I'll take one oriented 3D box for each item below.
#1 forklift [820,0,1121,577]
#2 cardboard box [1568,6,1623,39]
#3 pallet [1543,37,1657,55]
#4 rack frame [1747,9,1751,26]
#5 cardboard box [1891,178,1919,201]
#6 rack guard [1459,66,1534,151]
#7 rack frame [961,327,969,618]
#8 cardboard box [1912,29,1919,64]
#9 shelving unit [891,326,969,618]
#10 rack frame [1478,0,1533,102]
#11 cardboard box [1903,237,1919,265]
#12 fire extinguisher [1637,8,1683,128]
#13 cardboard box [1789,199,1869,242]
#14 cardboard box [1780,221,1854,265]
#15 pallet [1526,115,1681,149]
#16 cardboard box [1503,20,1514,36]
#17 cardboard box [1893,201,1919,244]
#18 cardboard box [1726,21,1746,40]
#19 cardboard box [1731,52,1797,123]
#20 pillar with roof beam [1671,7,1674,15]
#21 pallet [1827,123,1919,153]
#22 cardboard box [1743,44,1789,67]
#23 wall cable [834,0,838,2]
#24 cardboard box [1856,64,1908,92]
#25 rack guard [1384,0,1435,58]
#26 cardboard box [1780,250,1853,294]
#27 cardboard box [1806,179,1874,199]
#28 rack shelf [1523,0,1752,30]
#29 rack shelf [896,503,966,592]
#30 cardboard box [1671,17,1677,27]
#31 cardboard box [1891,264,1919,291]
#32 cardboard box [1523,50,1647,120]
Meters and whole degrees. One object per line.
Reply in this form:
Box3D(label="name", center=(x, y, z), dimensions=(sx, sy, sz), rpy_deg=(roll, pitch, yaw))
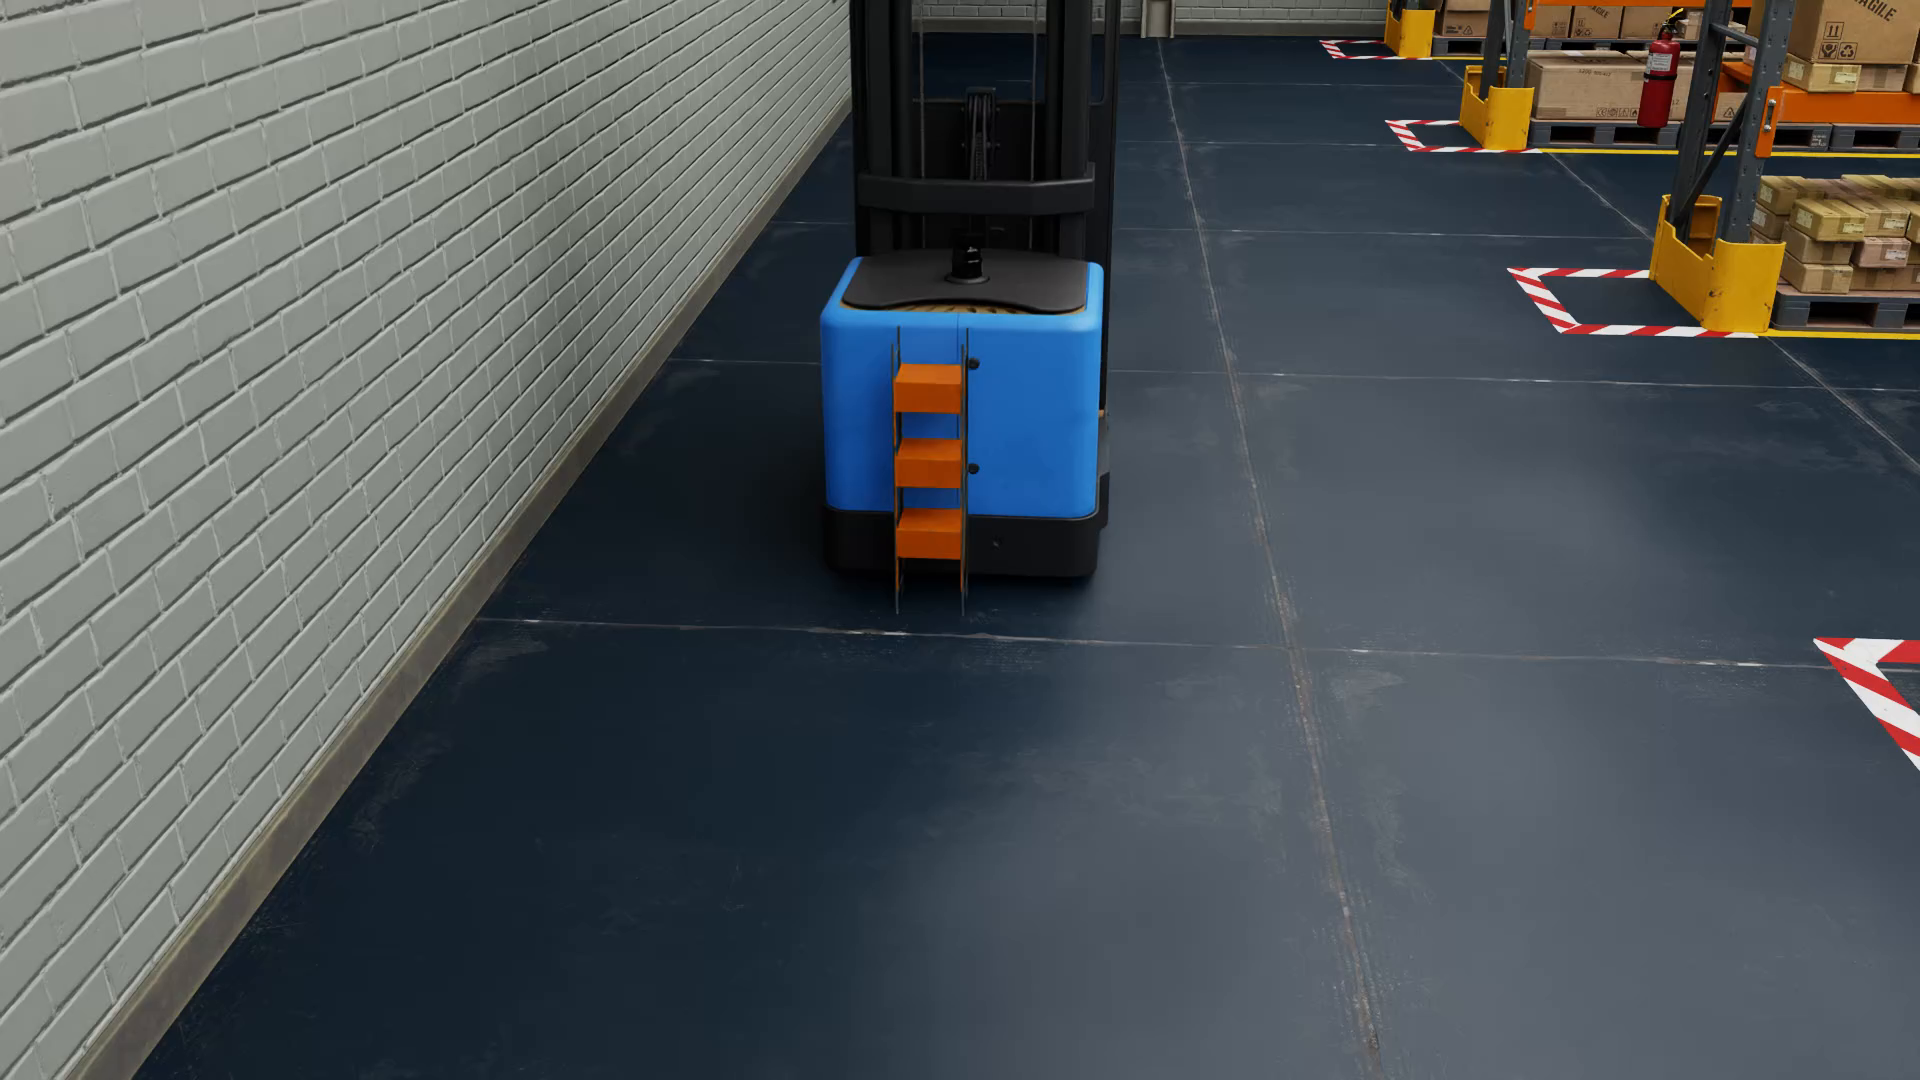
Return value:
Box3D(label="forklift", center=(0.123, -1.770, 7.091), dimensions=(1.130, 2.935, 3.031), rpy_deg=(2, 25, 5))
Box3D(label="cardboard box", center=(6.935, -5.793, 18.239), dimensions=(0.500, 0.500, 0.500), rpy_deg=(2, 25, 5))
Box3D(label="pallet", center=(7.047, -5.564, 18.590), dimensions=(1.213, 0.211, 1.003), rpy_deg=(2, 25, 4))
Box3D(label="rack frame", center=(8.952, -6.771, 17.876), dimensions=(0.127, 3.000, 1.000), rpy_deg=(2, 25, 4))
Box3D(label="cardboard box", center=(5.624, -1.996, 9.696), dimensions=(0.250, 0.149, 0.380), rpy_deg=(1, 25, 2))
Box3D(label="rack guard", center=(4.563, -3.695, 14.182), dimensions=(0.348, 0.500, 1.175), rpy_deg=(2, 25, 4))
Box3D(label="rack frame", center=(0.018, -0.232, 5.999), dimensions=(0.008, 1.050, 0.200), rpy_deg=(2, 25, 5))
Box3D(label="cardboard box", center=(5.271, -2.808, 8.789), dimensions=(0.500, 0.500, 0.500), rpy_deg=(2, 25, 4))
Box3D(label="shelving unit", center=(-0.104, -0.237, 6.008), dimensions=(0.252, 1.050, 0.215), rpy_deg=(2, 25, 5))
Box3D(label="rack frame", center=(4.587, -4.830, 13.658), dimensions=(0.127, 3.000, 1.000), rpy_deg=(2, 25, 4))
Box3D(label="cardboard box", center=(5.331, -1.667, 9.337), dimensions=(0.250, 0.149, 0.380), rpy_deg=(2, 25, 5))
Box3D(label="fire extinguisher", center=(4.093, -2.759, 9.697), dimensions=(0.183, 0.674, 0.296), rpy_deg=(2, 25, 4))
Box3D(label="cardboard box", center=(4.805, -1.771, 9.207), dimensions=(0.250, 0.149, 0.380), rpy_deg=(1, 25, 2))
Box3D(label="cardboard box", center=(4.812, -1.671, 9.345), dimensions=(0.250, 0.149, 0.380), rpy_deg=(3, 25, 6))
Box3D(label="pallet", center=(5.391, -3.570, 14.256), dimensions=(1.213, 0.211, 1.003), rpy_deg=(2, 25, 4))
Box3D(label="cardboard box", center=(5.987, -5.706, 18.469), dimensions=(0.250, 0.149, 0.380), rpy_deg=(1, 25, 2))
Box3D(label="cardboard box", center=(5.331, -1.751, 9.163), dimensions=(0.250, 0.149, 0.380), rpy_deg=(2, 25, 4))
Box3D(label="cardboard box", center=(8.374, -5.562, 18.157), dimensions=(0.250, 0.149, 0.380), rpy_deg=(1, 25, 2))
Box3D(label="cardboard box", center=(7.065, -3.822, 14.030), dimensions=(0.875, 0.438, 0.875), rpy_deg=(1, 25, 2))
Box3D(label="pillar with roof beam", center=(7.997, -8.100, 13.588), dimensions=(0.400, 9.000, 9.100), rpy_deg=(2, 25, 4))
Box3D(label="pallet", center=(7.823, -3.492, 14.087), dimensions=(1.213, 0.211, 1.003), rpy_deg=(2, 25, 4))
Box3D(label="cardboard box", center=(4.656, -2.757, 9.453), dimensions=(0.250, 0.149, 0.380), rpy_deg=(2, 25, 4))
Box3D(label="wall cable", center=(-1.037, -5.476, 13.810), dimensions=(0.123, 1.953, 0.585), rpy_deg=(2, 25, 4))
Box3D(label="cardboard box", center=(4.864, -2.512, 8.920), dimensions=(0.250, 0.149, 0.380), rpy_deg=(3, 25, 6))
Box3D(label="rack guard", center=(5.039, -5.761, 18.672), dimensions=(0.348, 0.500, 1.175), rpy_deg=(2, 25, 4))
Box3D(label="cardboard box", center=(4.807, -1.509, 9.349), dimensions=(0.250, 0.149, 0.380), rpy_deg=(2, 25, 5))
Box3D(label="cardboard box", center=(5.102, -1.986, 9.675), dimensions=(0.250, 0.149, 0.380), rpy_deg=(2, 25, 5))
Box3D(label="rack shelf", center=(6.581, -4.439, 13.669), dimensions=(4.000, 0.370, 1.077), rpy_deg=(2, 25, 4))
Box3D(label="rack shelf", center=(-0.104, 0.025, 6.129), dimensions=(0.240, 0.259, 0.215), rpy_deg=(2, 25, 5))
Box3D(label="cardboard box", center=(7.879, -5.800, 18.675), dimensions=(0.250, 0.149, 0.380), rpy_deg=(2, 25, 3))
Box3D(label="cardboard box", center=(5.322, -1.530, 9.394), dimensions=(0.250, 0.149, 0.380), rpy_deg=(2, 25, 5))
Box3D(label="cardboard box", center=(5.253, -3.877, 14.151), dimensions=(0.875, 0.438, 0.875), rpy_deg=(1, 25, 2))
